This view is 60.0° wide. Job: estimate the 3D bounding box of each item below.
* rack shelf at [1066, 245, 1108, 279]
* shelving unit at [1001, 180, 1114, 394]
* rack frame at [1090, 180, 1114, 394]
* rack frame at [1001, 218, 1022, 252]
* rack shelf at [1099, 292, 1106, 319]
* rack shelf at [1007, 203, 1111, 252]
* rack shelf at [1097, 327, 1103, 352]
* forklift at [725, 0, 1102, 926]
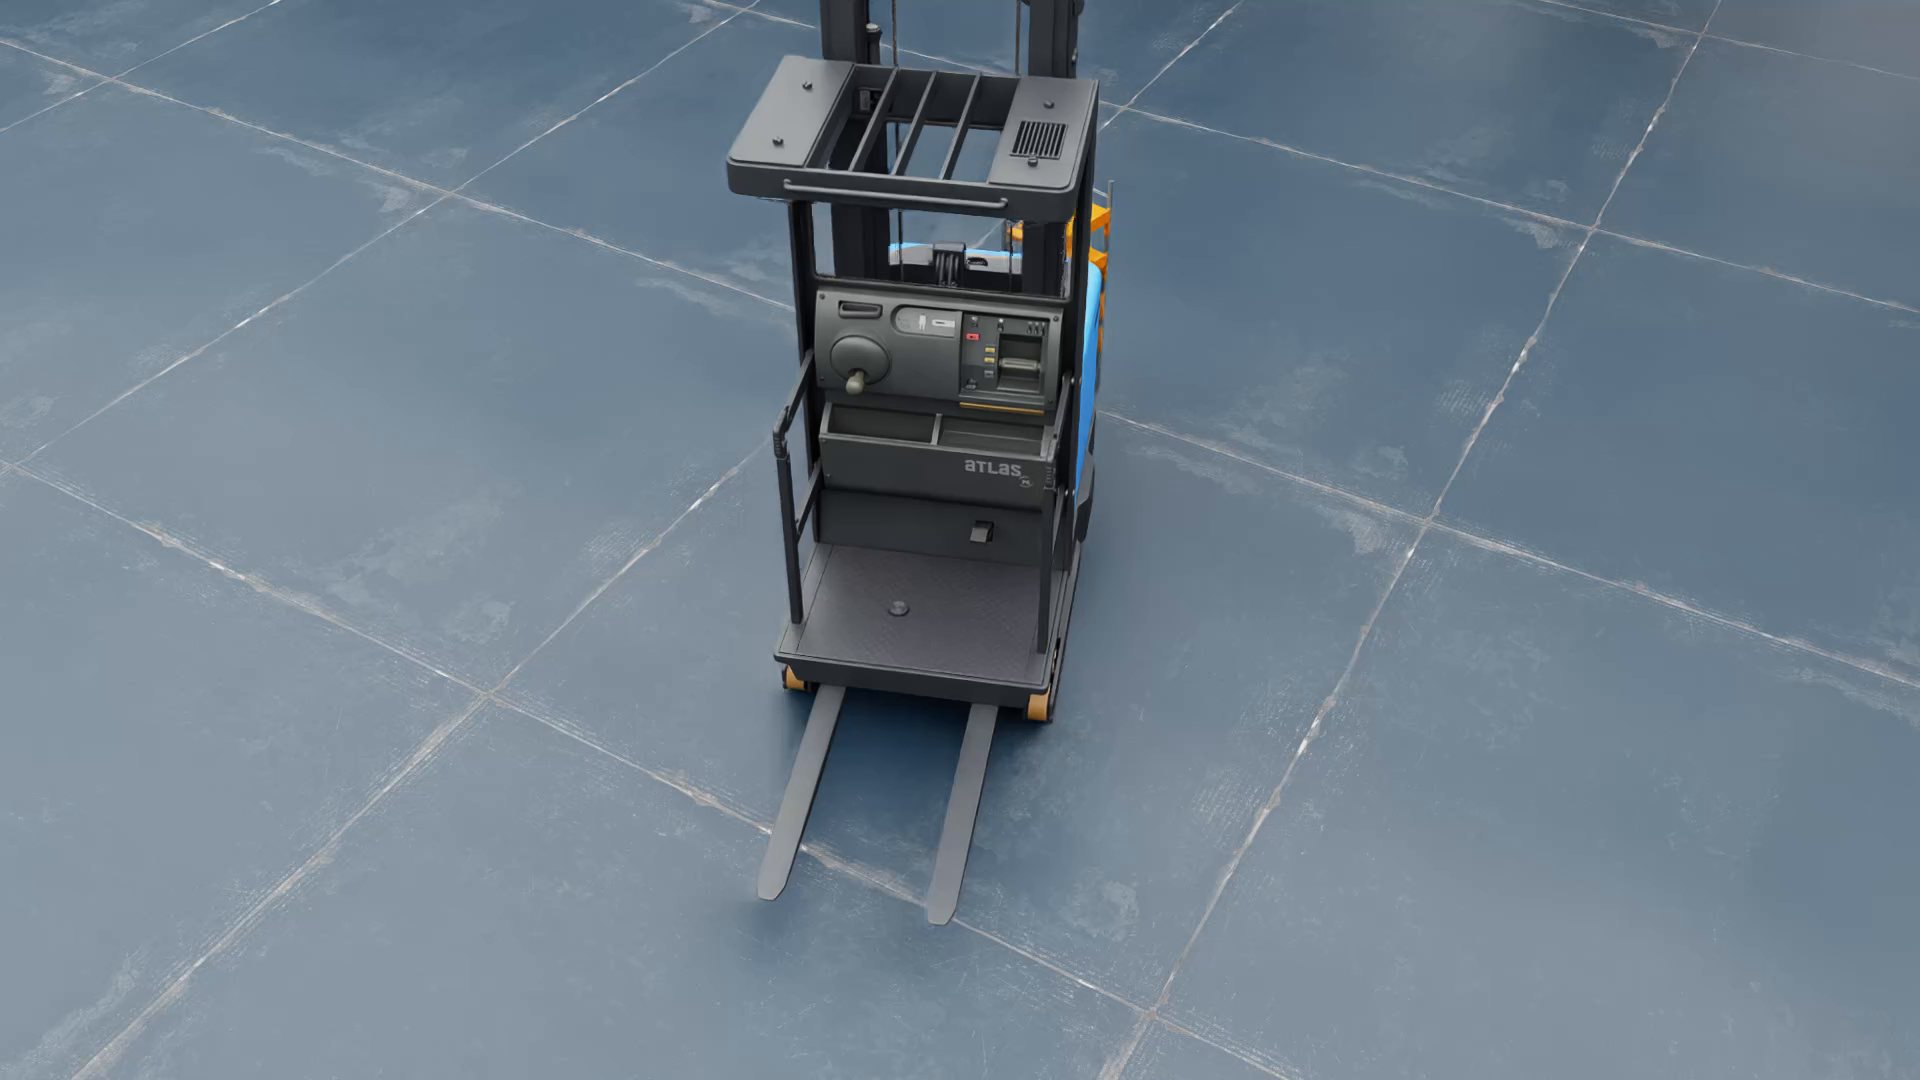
[{"bbox_3d":[0.447,-1.242,7.831,0.258,0.148,0.480,31,50,30],"label":"rack shelf"},{"bbox_3d":[0.447,-1.125,7.935,0.258,1.200,0.503,31,50,30],"label":"shelving unit"},{"bbox_3d":[0.611,-1.244,8.070,0.240,1.200,0.015,31,50,30],"label":"rack frame"},{"bbox_3d":[0.283,-1.005,7.799,0.240,1.200,0.015,31,50,30],"label":"rack frame"},{"bbox_3d":[0.447,-1.074,7.979,0.258,0.148,0.480,31,50,30],"label":"rack shelf"},{"bbox_3d":[0.447,-1.420,7.675,0.258,0.148,0.480,31,50,30],"label":"rack shelf"},{"bbox_3d":[0.447,-0.925,8.110,0.258,0.148,0.480,31,50,30],"label":"rack shelf"},{"bbox_3d":[-0.120,-0.629,6.062,1.130,2.935,3.031,7,42,7],"label":"forklift"}]
